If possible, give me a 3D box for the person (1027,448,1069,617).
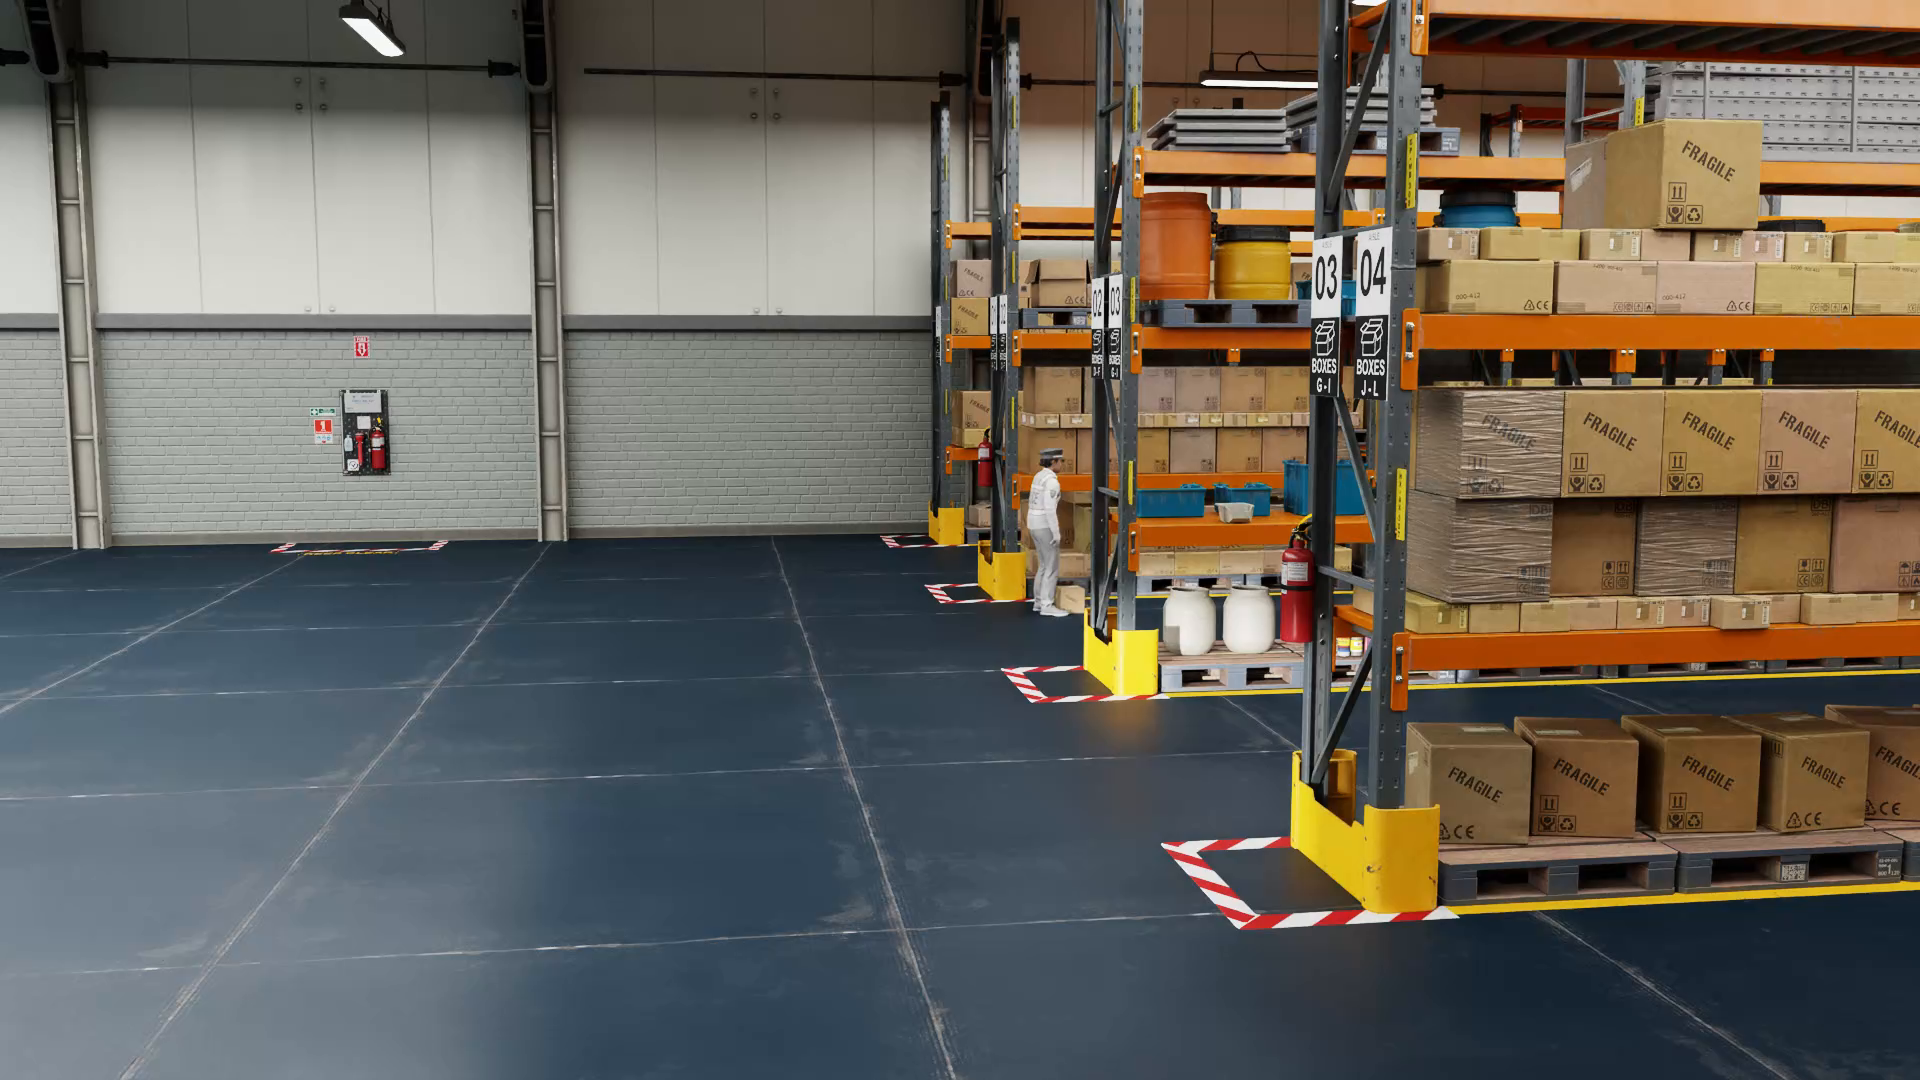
[{"bbox_3d":[0.869,-0.091,16.613,0.373,1.662,0.539,-2,7,-14],"label":"person"}]
